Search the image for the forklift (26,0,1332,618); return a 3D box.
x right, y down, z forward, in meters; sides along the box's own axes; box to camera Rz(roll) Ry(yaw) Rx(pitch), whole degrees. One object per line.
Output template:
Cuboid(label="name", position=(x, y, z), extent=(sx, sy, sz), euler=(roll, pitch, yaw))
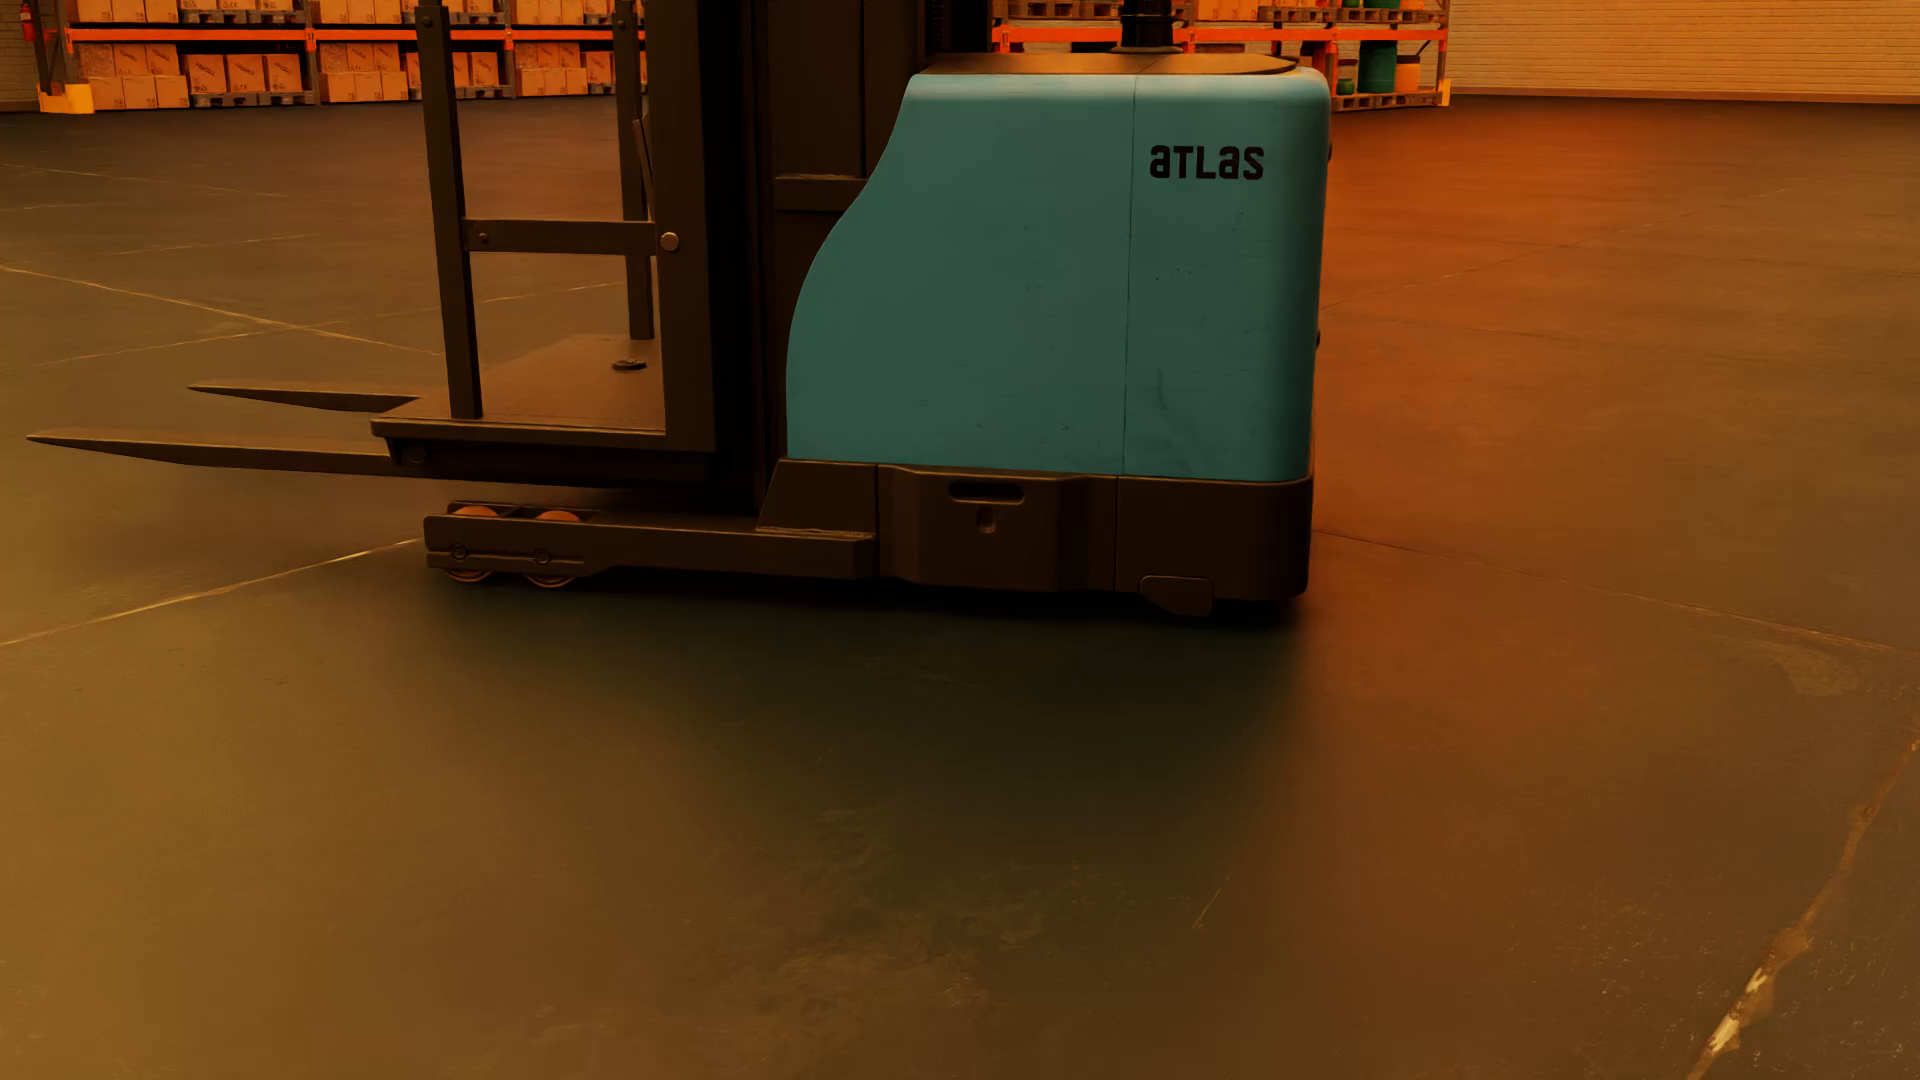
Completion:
Cuboid(label="forklift", position=(-0.696, -1.444, 3.653), extent=(3.031, 2.935, 1.130), euler=(3, 17, 11))
